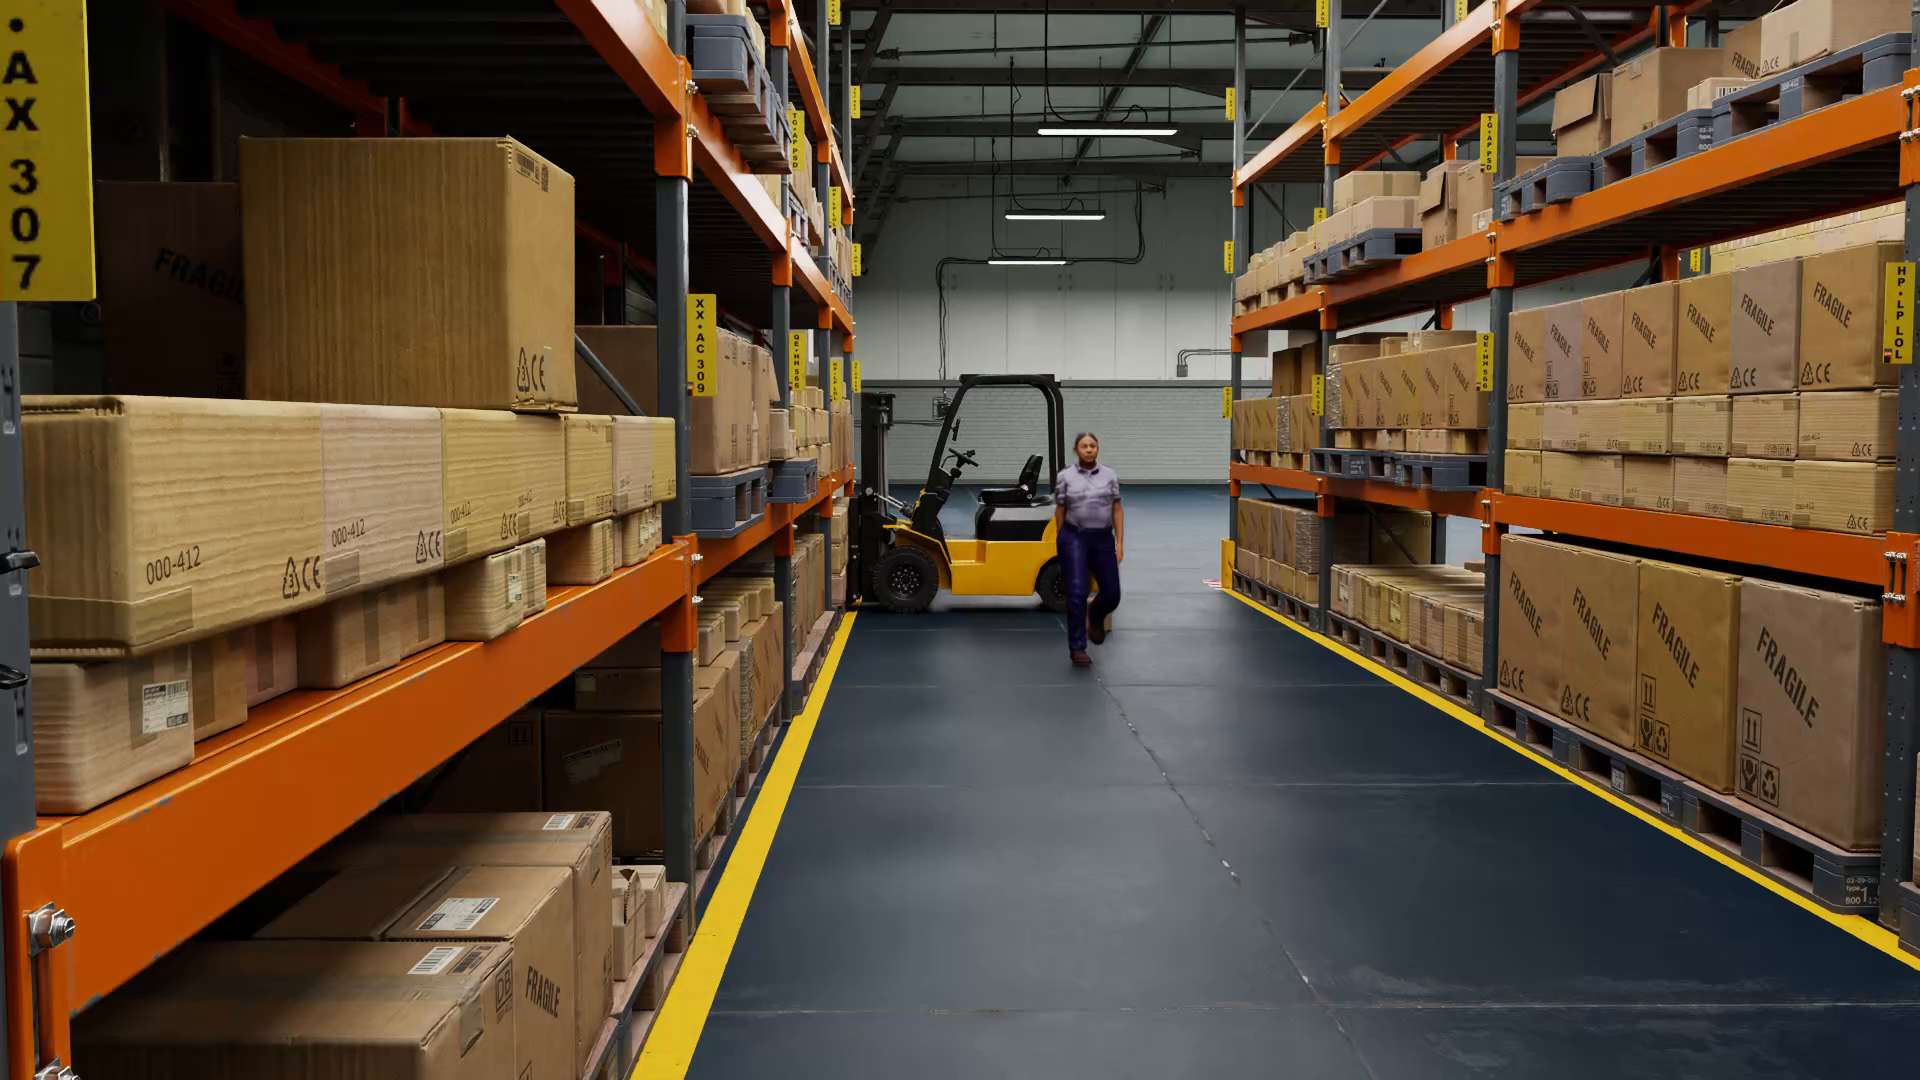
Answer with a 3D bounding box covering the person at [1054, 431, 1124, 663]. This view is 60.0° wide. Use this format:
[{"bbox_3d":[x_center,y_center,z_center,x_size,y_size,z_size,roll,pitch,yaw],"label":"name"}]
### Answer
[{"bbox_3d":[0.910,0.033,11.894,0.484,1.628,0.683,-1,4,-9],"label":"person"}]
